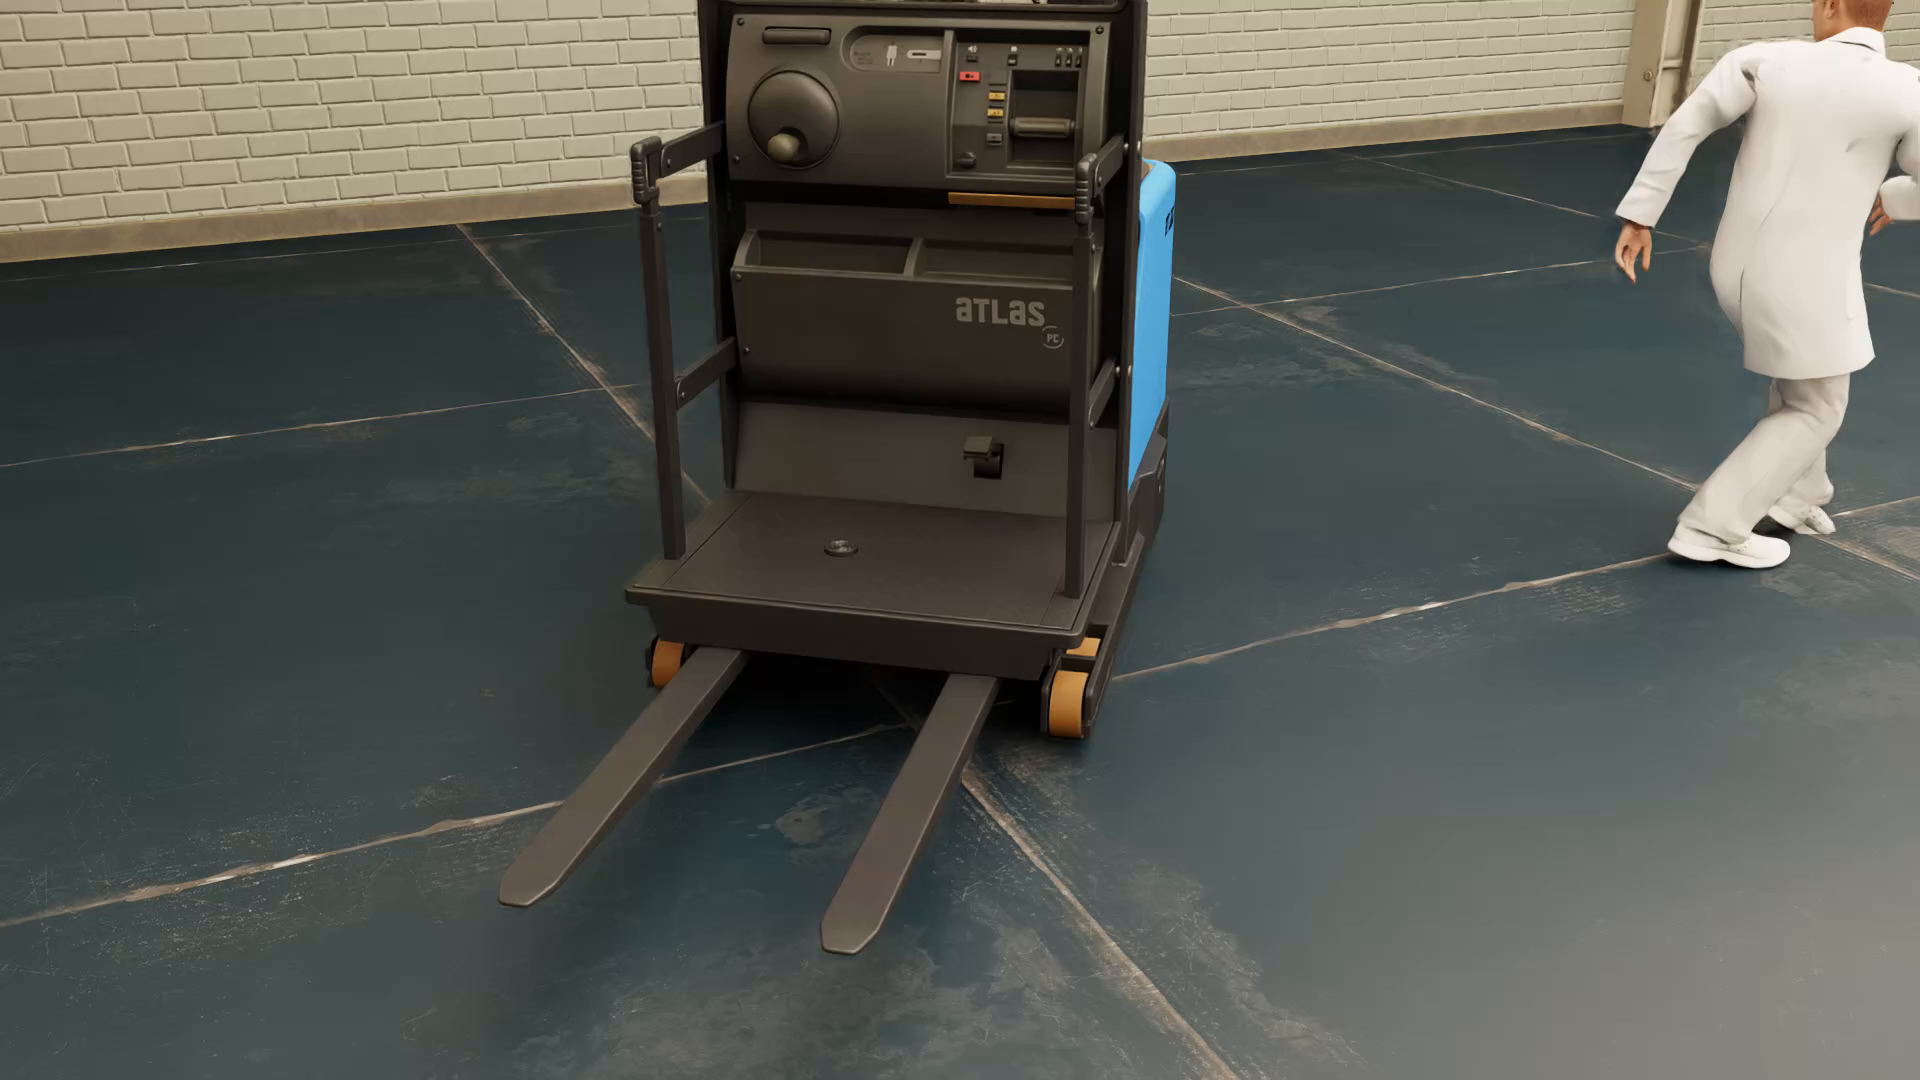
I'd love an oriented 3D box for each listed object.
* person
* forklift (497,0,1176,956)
[{"bbox_3d":[2.370,-0.734,4.731,0.892,1.781,0.655,-10,24,-22],"label":"person"},{"bbox_3d":[-0.157,-1.038,3.784,1.130,2.935,3.031,5,23,12],"label":"forklift"}]
